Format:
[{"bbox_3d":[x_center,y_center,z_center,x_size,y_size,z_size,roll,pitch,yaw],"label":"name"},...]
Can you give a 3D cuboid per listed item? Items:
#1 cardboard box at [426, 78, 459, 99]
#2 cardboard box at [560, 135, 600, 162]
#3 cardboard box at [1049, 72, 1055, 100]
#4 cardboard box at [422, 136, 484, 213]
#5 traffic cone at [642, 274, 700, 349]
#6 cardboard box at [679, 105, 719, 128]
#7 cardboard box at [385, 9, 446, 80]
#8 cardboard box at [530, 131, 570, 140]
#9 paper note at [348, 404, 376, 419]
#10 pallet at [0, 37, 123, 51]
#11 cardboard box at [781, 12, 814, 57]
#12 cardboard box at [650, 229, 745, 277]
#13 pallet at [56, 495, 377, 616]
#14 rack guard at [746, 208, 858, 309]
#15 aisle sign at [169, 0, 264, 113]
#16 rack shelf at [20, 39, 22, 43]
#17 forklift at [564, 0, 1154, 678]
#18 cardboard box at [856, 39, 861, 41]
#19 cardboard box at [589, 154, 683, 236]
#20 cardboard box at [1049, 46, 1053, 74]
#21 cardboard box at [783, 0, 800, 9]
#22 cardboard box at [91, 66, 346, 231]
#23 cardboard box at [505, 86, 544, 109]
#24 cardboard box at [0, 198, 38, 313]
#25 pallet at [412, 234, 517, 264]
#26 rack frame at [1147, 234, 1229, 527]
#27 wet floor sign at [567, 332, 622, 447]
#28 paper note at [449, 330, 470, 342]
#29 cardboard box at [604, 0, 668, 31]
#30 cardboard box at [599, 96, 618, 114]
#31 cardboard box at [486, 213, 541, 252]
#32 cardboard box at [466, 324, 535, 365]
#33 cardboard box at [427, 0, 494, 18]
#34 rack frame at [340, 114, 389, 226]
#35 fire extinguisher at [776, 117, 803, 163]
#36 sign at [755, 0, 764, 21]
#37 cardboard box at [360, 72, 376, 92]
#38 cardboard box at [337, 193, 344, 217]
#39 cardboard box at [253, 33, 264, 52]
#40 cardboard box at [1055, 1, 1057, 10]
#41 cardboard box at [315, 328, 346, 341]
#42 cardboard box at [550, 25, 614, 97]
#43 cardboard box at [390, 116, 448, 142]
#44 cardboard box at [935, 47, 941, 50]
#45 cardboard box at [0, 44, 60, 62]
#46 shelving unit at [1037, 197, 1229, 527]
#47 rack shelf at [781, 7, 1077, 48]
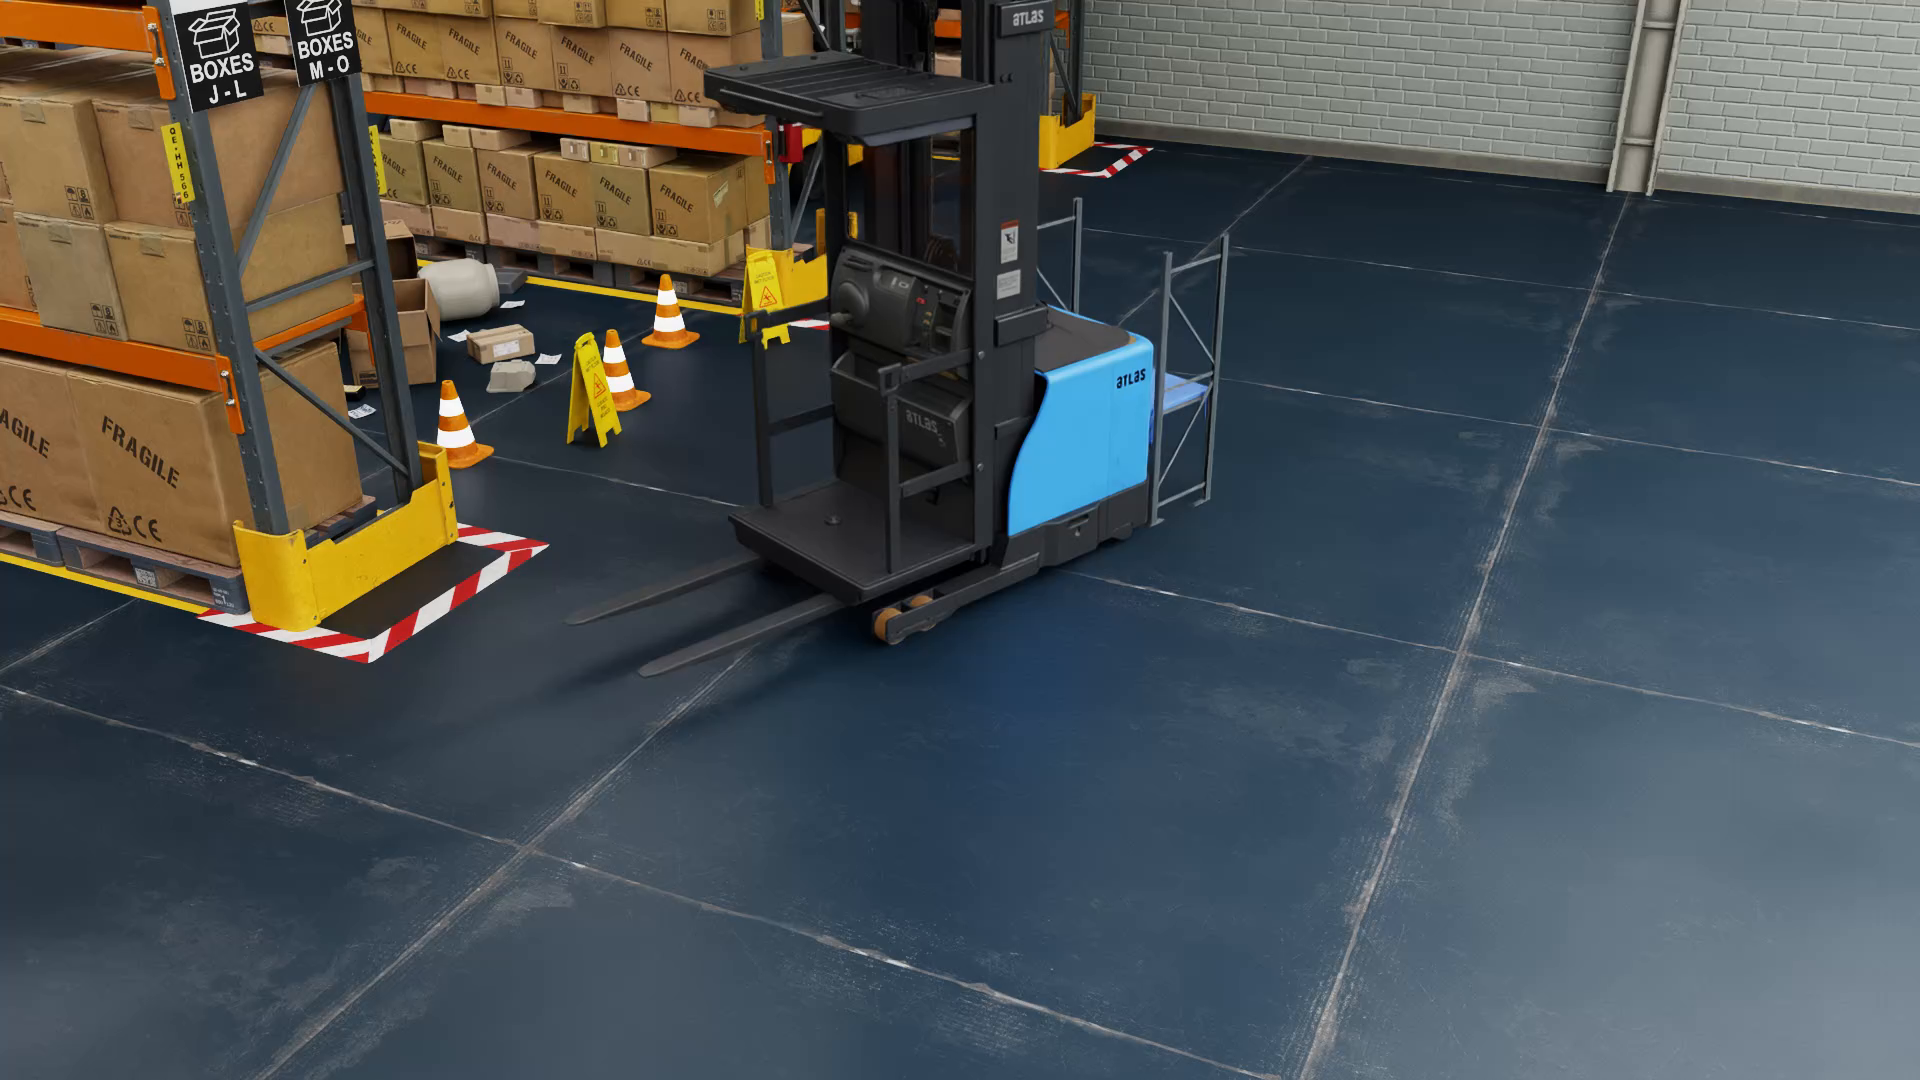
[{"bbox_3d":[-3.858,-3.492,12.731,0.250,0.149,0.380,12,29,23],"label":"cardboard box"},{"bbox_3d":[-2.754,-2.941,12.381,0.250,0.149,0.380,13,29,24],"label":"cardboard box"},{"bbox_3d":[0.622,-4.526,16.618,0.500,0.250,0.500,12,29,23],"label":"cardboard box"},{"bbox_3d":[-3.811,-2.894,13.020,0.500,0.500,0.500,13,29,24],"label":"cardboard box"},{"bbox_3d":[-2.013,-1.603,11.481,0.334,0.463,0.336,11,28,22],"label":"traffic cone"},{"bbox_3d":[-1.793,-3.052,11.838,0.250,0.149,0.380,11,28,21],"label":"cardboard box"},{"bbox_3d":[-3.977,-3.815,12.654,0.500,0.500,0.500,11,28,22],"label":"cardboard box"},{"bbox_3d":[-3.151,-3.018,13.272,0.500,0.500,0.500,13,29,24],"label":"cardboard box"},{"bbox_3d":[-3.731,-0.801,10.344,0.142,0.017,0.144,23,35,39],"label":"paper note"},{"bbox_3d":[-7.677,-4.470,14.650,1.003,0.211,1.213,11,28,22],"label":"pallet"},{"bbox_3d":[-1.404,-3.557,12.129,0.500,0.500,0.500,11,28,21],"label":"cardboard box"},{"bbox_3d":[-1.957,-2.180,12.418,0.500,0.250,0.500,11,28,22],"label":"cardboard box"},{"bbox_3d":[-3.805,-0.036,8.583,1.213,0.211,1.003,11,28,22],"label":"pallet"},{"bbox_3d":[-1.157,-2.073,12.395,0.348,0.500,1.175,11,28,22],"label":"rack guard"},{"bbox_3d":[-3.104,-2.205,6.889,0.004,0.787,0.394,11,28,22],"label":"aisle sign"},{"bbox_3d":[-10.191,-4.686,15.687,4.000,0.370,1.077,11,28,22],"label":"rack shelf"},{"bbox_3d":[-0.440,-1.088,7.641,3.031,2.935,1.130,-22,33,-37],"label":"forklift"},{"bbox_3d":[-0.766,-5.027,17.069,0.500,0.250,0.500,11,28,21],"label":"cardboard box"},{"bbox_3d":[-2.401,-2.608,12.439,0.500,0.500,0.500,12,29,24],"label":"cardboard box"},{"bbox_3d":[0.604,-4.745,16.496,0.500,0.250,0.500,11,28,21],"label":"cardboard box"},{"bbox_3d":[-1.439,-5.587,16.588,0.500,0.500,0.500,11,28,21],"label":"cardboard box"},{"bbox_3d":[-3.366,-1.807,7.632,0.550,0.550,0.875,11,28,22],"label":"cardboard box"},{"bbox_3d":[-3.173,-3.340,12.423,0.250,0.149,0.380,11,28,22],"label":"cardboard box"},{"bbox_3d":[-4.369,-1.533,8.299,0.550,0.550,0.875,11,28,22],"label":"cardboard box"},{"bbox_3d":[-4.103,-2.552,13.695,1.213,0.211,1.003,11,28,22],"label":"pallet"},{"bbox_3d":[1.193,-0.823,8.724,0.500,1.500,0.032,-23,34,-38],"label":"rack frame"},{"bbox_3d":[-2.199,-0.906,9.861,0.232,0.644,0.267,6,27,13],"label":"wet floor sign"},{"bbox_3d":[-3.483,-1.432,11.636,0.142,0.019,0.148,23,35,39],"label":"paper note"},{"bbox_3d":[-2.101,-3.909,11.711,0.500,0.500,0.700,12,29,22],"label":"cardboard box"},{"bbox_3d":[-2.440,-3.246,12.231,0.250,0.149,0.380,12,29,23],"label":"cardboard box"},{"bbox_3d":[-3.329,-2.461,12.991,0.500,0.250,0.500,11,28,21],"label":"cardboard box"},{"bbox_3d":[-3.116,-1.329,11.281,0.380,0.149,0.250,-18,31,-31],"label":"cardboard box"},{"bbox_3d":[-3.516,-4.166,12.235,0.500,0.500,0.700,11,28,21],"label":"cardboard box"},{"bbox_3d":[-4.729,-3.912,13.300,0.127,3.000,1.000,11,28,22],"label":"rack frame"},{"bbox_3d":[-1.174,-2.940,11.413,0.183,0.674,0.296,11,28,22],"label":"fire extinguisher"},{"bbox_3d":[-1.336,-3.622,11.043,0.005,0.325,0.100,11,28,22],"label":"sign"},{"bbox_3d":[-4.575,-3.613,12.977,0.250,0.149,0.380,11,28,22],"label":"cardboard box"},{"bbox_3d":[-5.207,-3.016,13.980,0.625,0.372,0.950,12,29,22],"label":"cardboard box"},{"bbox_3d":[-5.544,-4.026,13.341,0.250,0.149,0.380,10,28,20],"label":"cardboard box"},{"bbox_3d":[0.628,-5.424,16.258,0.500,0.500,0.500,12,29,23],"label":"cardboard box"},{"bbox_3d":[-4.589,-1.592,11.261,0.503,0.637,0.797,11,28,22],"label":"cardboard box"},{"bbox_3d":[-2.604,-3.534,12.082,0.500,0.500,0.500,11,28,22],"label":"cardboard box"},{"bbox_3d":[-4.215,-3.231,12.971,0.250,0.149,0.380,12,29,23],"label":"cardboard box"},{"bbox_3d":[-0.515,-4.719,16.444,0.500,0.250,0.500,12,29,22],"label":"cardboard box"},{"bbox_3d":[-4.895,-2.072,8.171,0.500,0.550,0.875,11,28,22],"label":"cardboard box"},{"bbox_3d":[0.840,-0.985,9.053,0.538,1.500,1.048,-23,34,-38],"label":"shelving unit"},{"bbox_3d":[-0.857,-5.220,16.771,4.000,0.370,1.077,11,28,22],"label":"rack shelf"}]
